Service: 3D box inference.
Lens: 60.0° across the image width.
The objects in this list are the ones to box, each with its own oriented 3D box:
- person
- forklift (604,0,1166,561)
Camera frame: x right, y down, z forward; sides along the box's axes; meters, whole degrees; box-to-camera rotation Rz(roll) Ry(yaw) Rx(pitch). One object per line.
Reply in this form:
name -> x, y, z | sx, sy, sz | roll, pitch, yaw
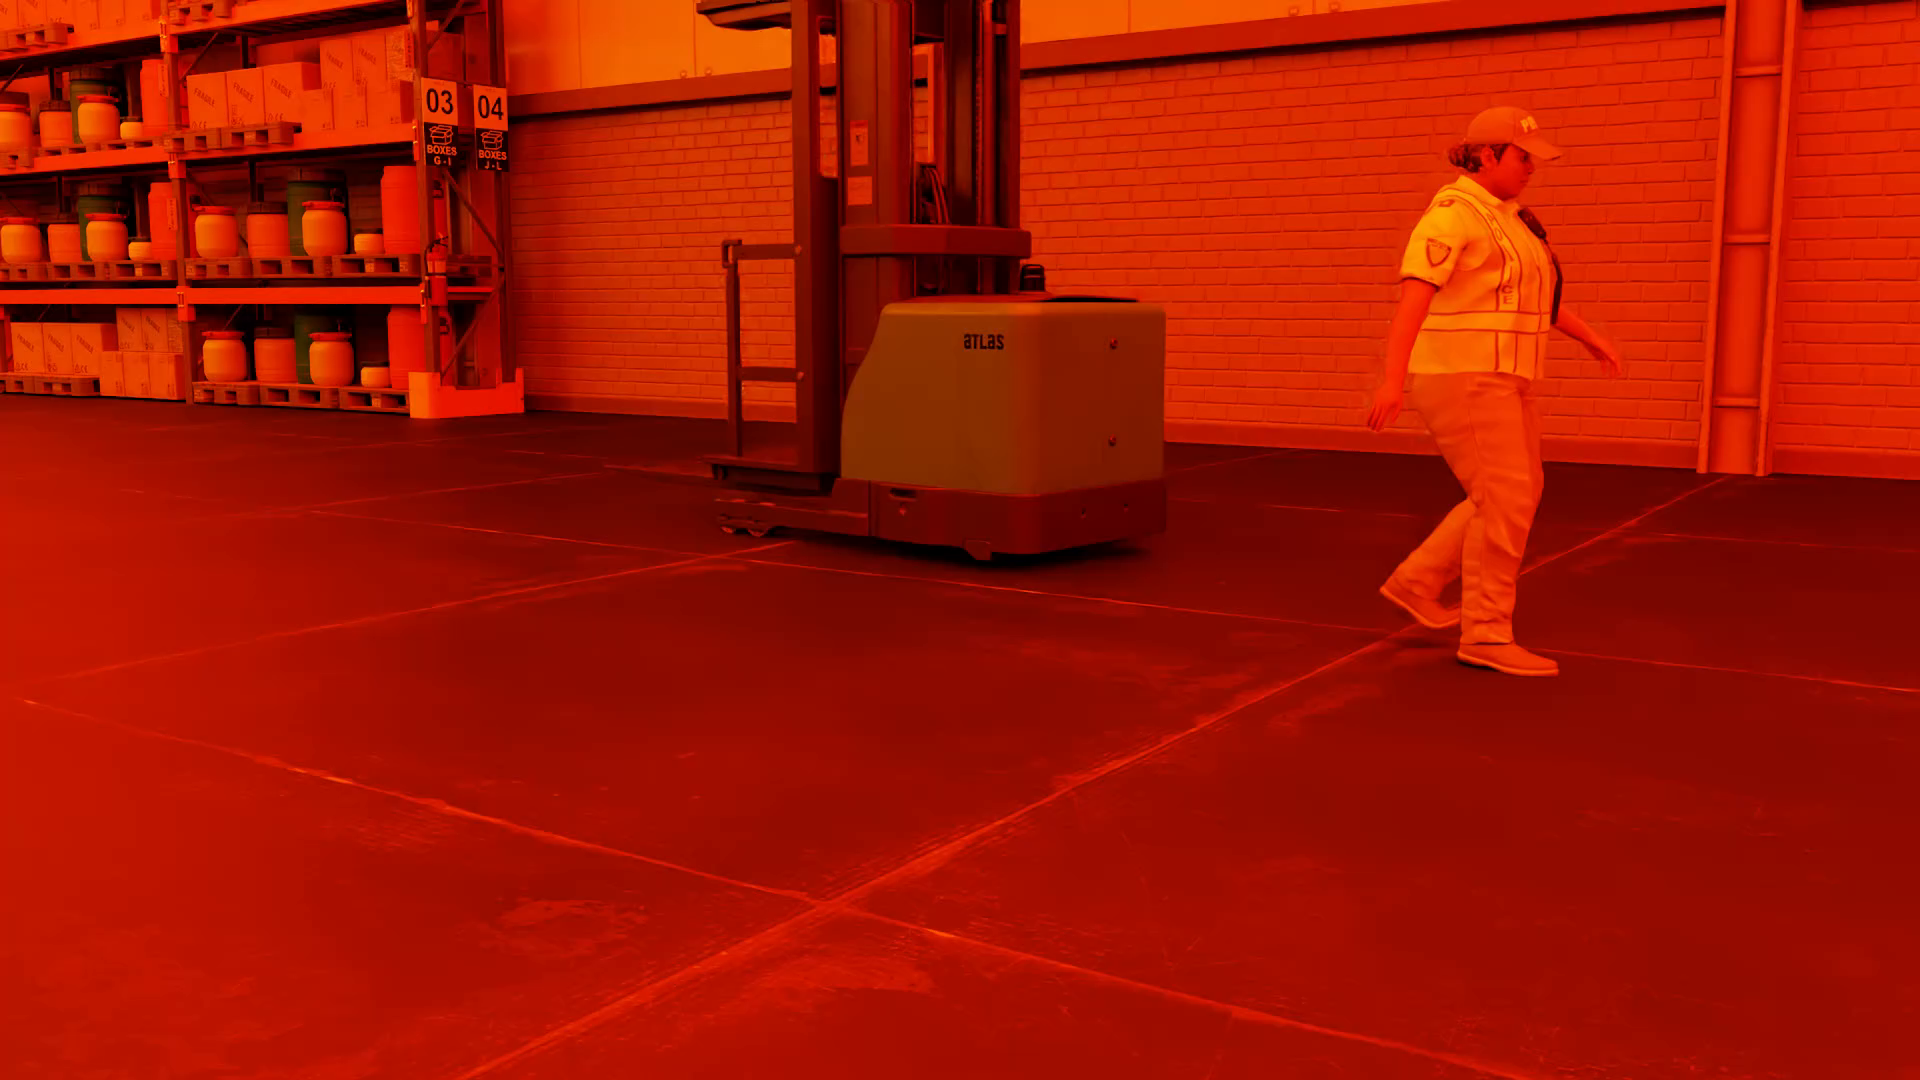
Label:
person -> 1.544, -0.448, 4.956 | 0.655, 1.646, 0.792 | 5, 10, 33
forklift -> -0.523, -1.512, 7.823 | 3.031, 2.935, 1.130 | 7, 11, 41
